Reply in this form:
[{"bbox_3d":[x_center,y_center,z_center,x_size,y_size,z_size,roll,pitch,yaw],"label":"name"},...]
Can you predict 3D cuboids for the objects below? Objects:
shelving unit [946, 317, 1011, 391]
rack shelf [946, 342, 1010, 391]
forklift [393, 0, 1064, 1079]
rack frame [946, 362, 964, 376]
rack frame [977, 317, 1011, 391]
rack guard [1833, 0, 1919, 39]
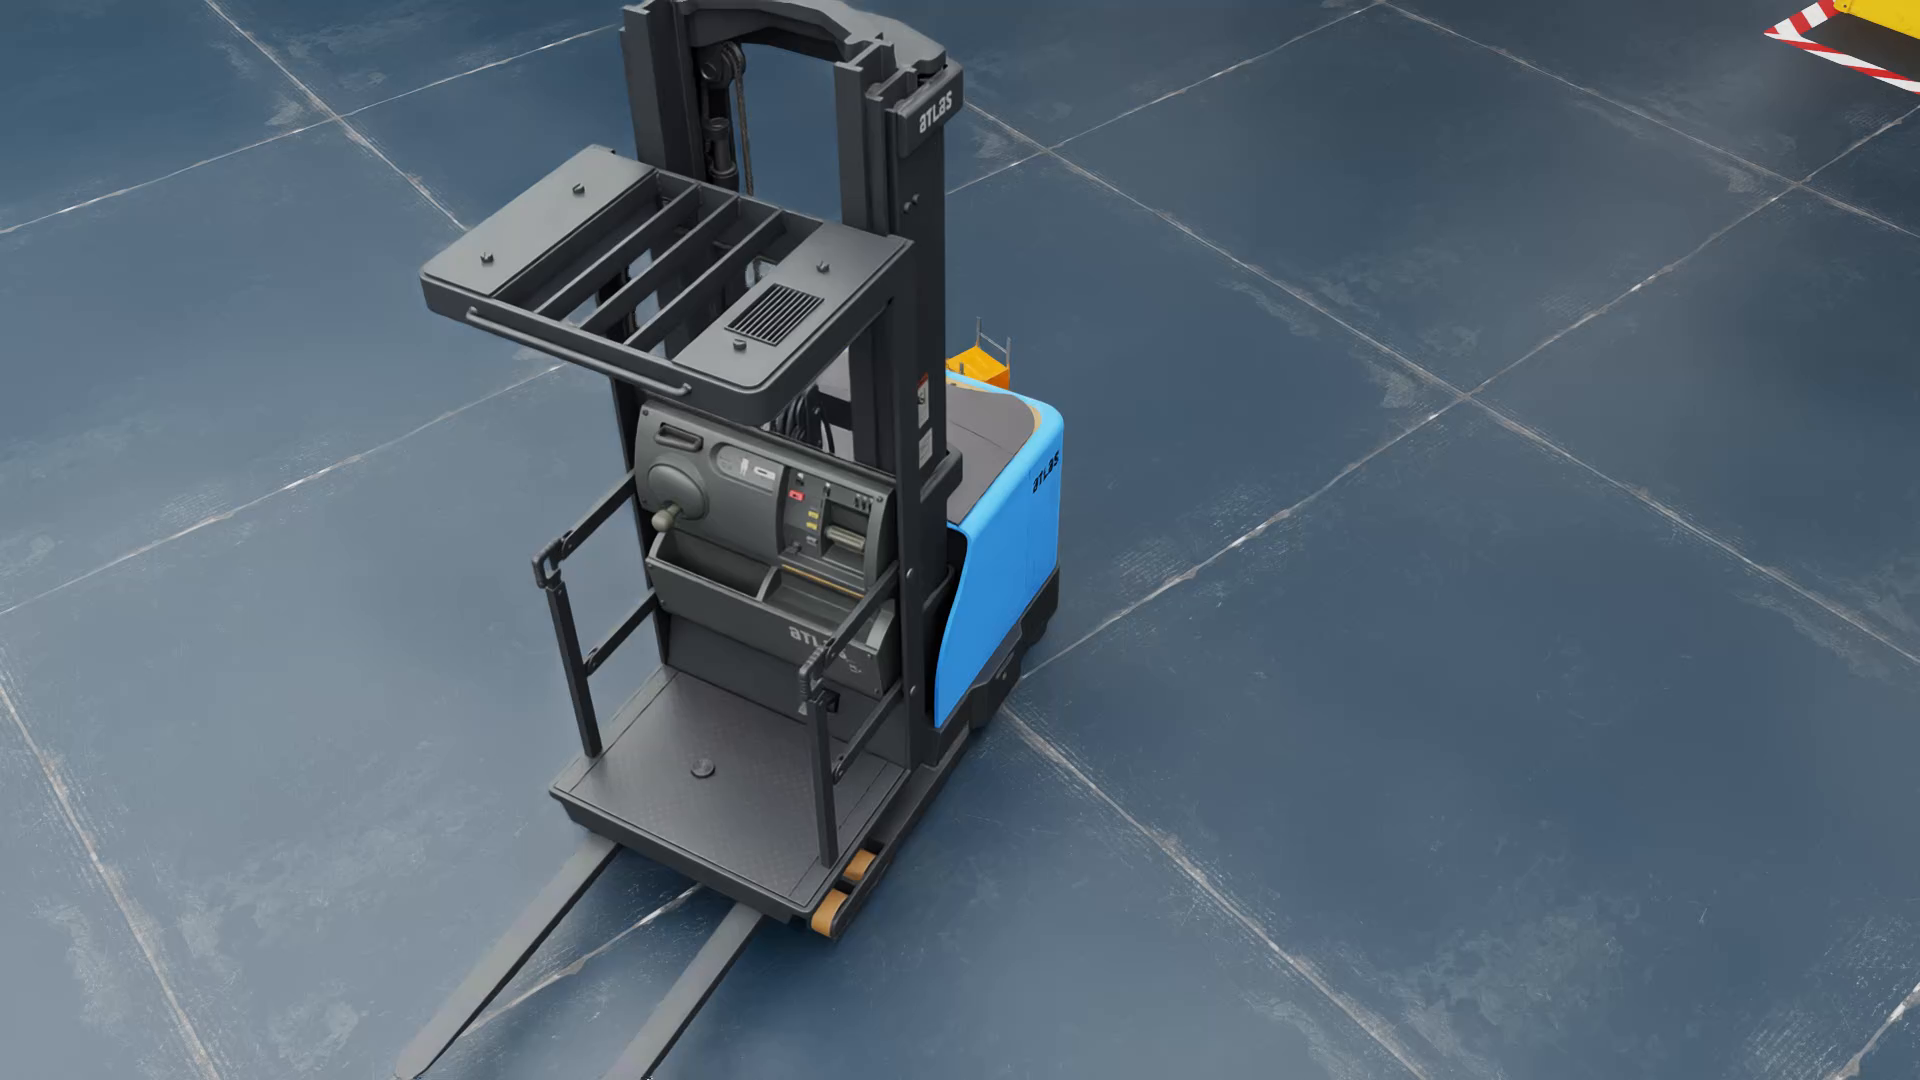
[{"bbox_3d":[0.041,-0.406,6.916,0.252,1.050,0.215,-30,51,-28],"label":"shelving unit"},{"bbox_3d":[0.041,-0.605,6.729,0.240,0.259,0.215,-30,51,-28],"label":"rack shelf"},{"bbox_3d":[-0.744,-0.049,5.161,1.130,2.935,3.031,20,47,20],"label":"forklift"},{"bbox_3d":[-0.053,-0.353,6.859,0.008,1.050,0.200,-30,51,-28],"label":"rack frame"},{"bbox_3d":[0.135,-0.460,6.973,0.008,1.050,0.200,-30,51,-28],"label":"rack frame"},{"bbox_3d":[6.261,-3.479,10.589,0.348,0.500,1.175,-30,51,-28],"label":"rack guard"}]
